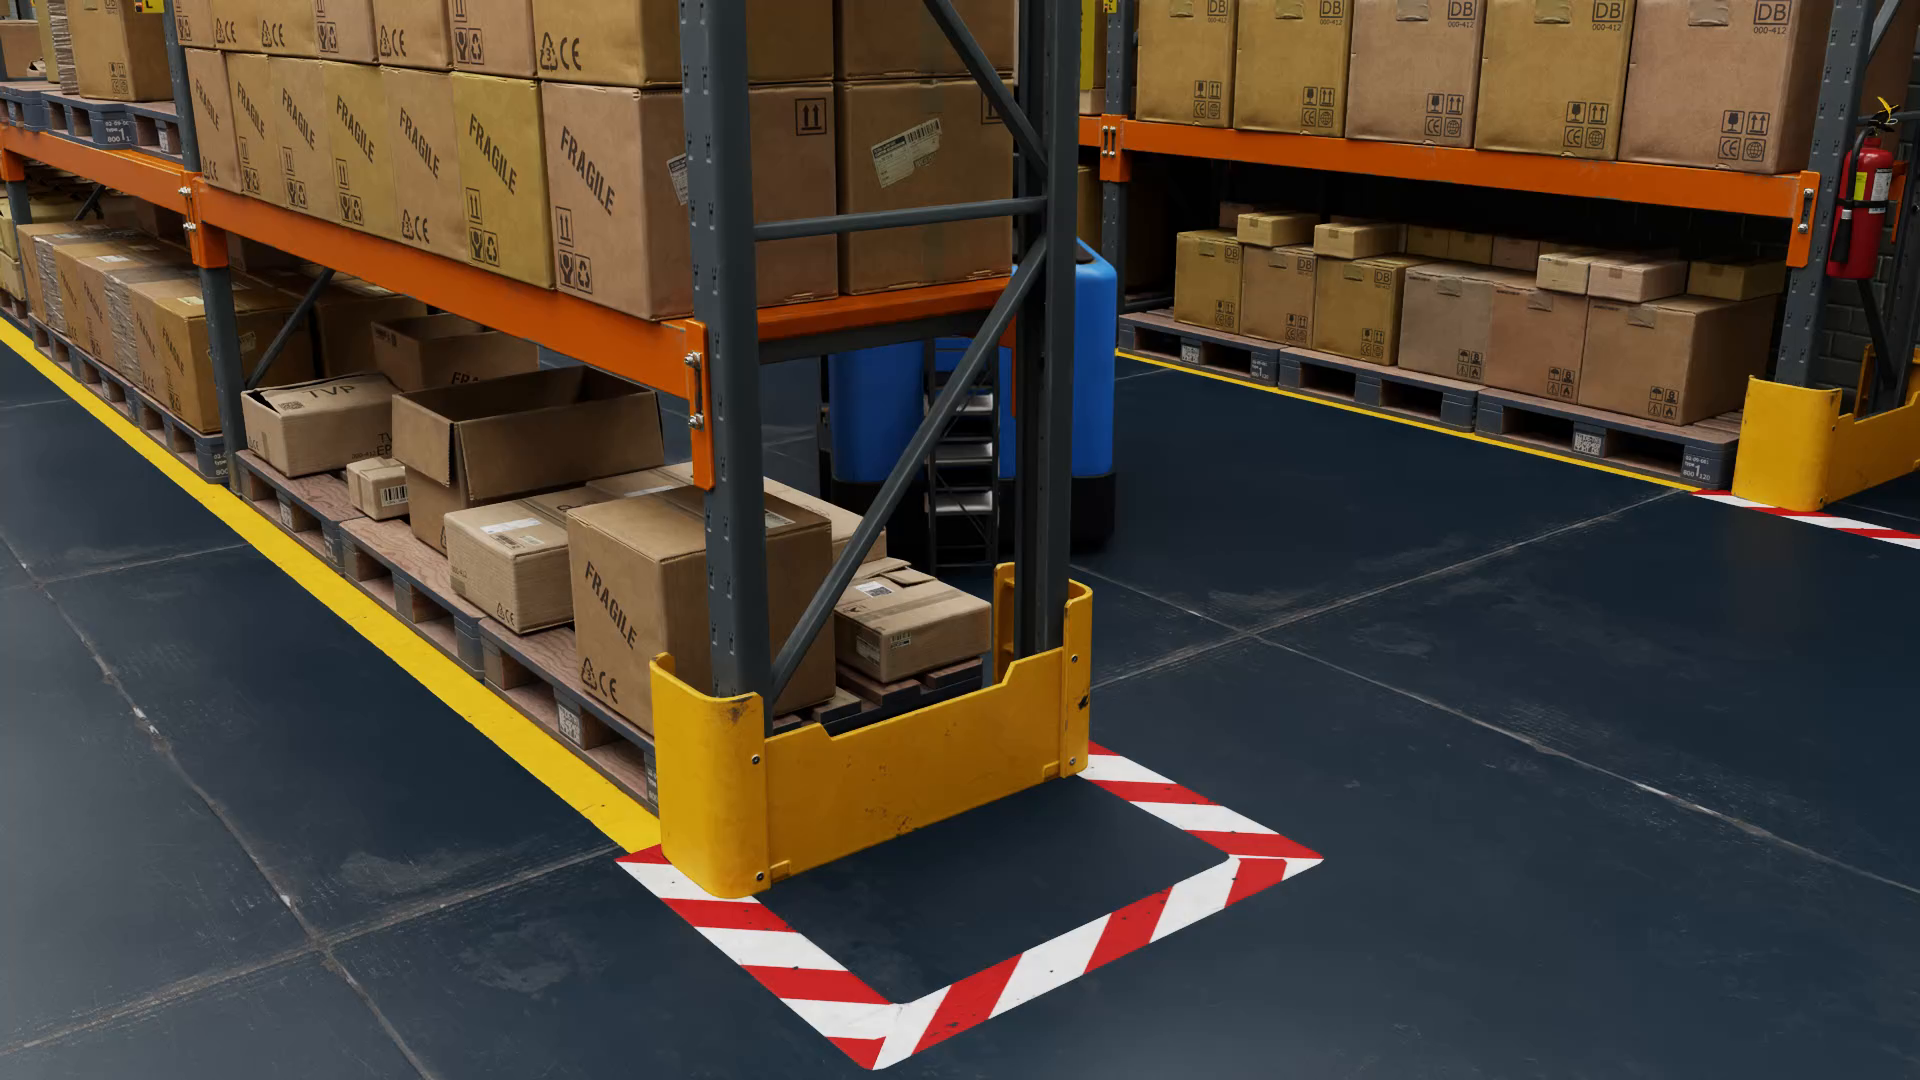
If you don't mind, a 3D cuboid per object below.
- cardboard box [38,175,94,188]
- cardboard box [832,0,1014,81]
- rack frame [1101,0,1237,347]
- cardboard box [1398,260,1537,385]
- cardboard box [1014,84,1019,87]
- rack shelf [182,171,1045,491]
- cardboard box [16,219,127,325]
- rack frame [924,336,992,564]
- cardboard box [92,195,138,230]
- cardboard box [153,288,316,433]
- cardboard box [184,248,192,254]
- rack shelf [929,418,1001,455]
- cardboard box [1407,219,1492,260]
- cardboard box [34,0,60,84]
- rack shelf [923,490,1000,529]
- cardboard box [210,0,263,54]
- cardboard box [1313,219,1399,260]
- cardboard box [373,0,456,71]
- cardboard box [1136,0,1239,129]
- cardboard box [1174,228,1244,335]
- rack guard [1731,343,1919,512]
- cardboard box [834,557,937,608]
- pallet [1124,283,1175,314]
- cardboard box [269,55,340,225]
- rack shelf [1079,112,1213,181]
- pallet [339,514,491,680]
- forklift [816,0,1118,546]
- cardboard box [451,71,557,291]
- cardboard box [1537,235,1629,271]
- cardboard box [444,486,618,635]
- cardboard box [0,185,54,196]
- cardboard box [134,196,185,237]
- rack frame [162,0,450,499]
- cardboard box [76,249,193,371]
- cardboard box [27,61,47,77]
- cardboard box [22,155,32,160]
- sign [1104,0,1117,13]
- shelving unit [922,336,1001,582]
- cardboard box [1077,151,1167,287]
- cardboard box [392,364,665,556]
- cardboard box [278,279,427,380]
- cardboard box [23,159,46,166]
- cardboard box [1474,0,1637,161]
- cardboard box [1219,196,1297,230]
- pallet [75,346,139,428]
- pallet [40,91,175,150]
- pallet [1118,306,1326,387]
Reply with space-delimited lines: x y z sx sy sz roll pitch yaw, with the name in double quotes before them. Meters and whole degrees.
"cardboard box" -6.173 -2.420 11.712 0.500 0.311 0.500 -14 23 -37
"cardboard box" -0.213 -1.404 4.082 0.500 0.500 0.500 -13 22 -34
"rack frame" 1.254 -2.675 9.668 1.000 3.000 0.127 -14 23 -36
"cardboard box" 2.601 -1.102 8.227 0.700 0.500 0.500 -15 23 -38
"cardboard box" 0.521 -2.723 10.182 0.380 0.149 0.250 -13 22 -34
"rack shelf" -1.385 -0.873 5.370 1.077 0.370 4.000 -14 23 -36
"cardboard box" -5.052 -1.547 9.539 0.500 0.500 0.500 -13 22 -34
"rack frame" -0.006 -0.344 5.970 0.240 0.900 0.006 -2 18 -5
"cardboard box" -5.206 -2.039 10.563 0.500 0.311 0.500 -13 22 -34
"cardboard box" -3.158 -0.795 7.268 0.500 0.500 0.500 -14 23 -36
"cardboard box" -3.694 -1.275 8.716 0.500 0.500 0.500 -15 24 -38
"rack shelf" 0.004 -0.366 5.856 0.258 0.077 0.200 -2 18 -5
"cardboard box" 2.513 -1.545 8.534 0.380 0.149 0.250 -14 23 -37
"cardboard box" -4.631 -2.806 9.238 0.500 0.500 0.700 11 21 30
"rack shelf" 0.004 -0.110 5.941 0.258 0.077 0.200 -2 18 -5
"cardboard box" -2.235 -1.931 5.673 0.500 0.500 0.500 -15 23 -38
"cardboard box" 2.031 -1.543 8.526 0.380 0.149 0.250 -15 23 -38
"cardboard box" -1.276 -1.551 4.524 0.500 0.500 0.500 -13 22 -35
"cardboard box" 1.578 -2.680 9.208 0.980 0.700 0.700 -14 23 -35
"cardboard box" 1.638 -1.483 9.378 0.700 0.500 0.500 -14 23 -35
"rack guard" 3.752 -0.497 7.067 1.175 0.500 0.348 -14 23 -36
"cardboard box" -0.290 0.183 4.845 0.380 0.166 0.250 -14 23 -36
"pallet" 0.715 -1.526 10.636 1.003 0.211 1.213 -14 23 -36
"cardboard box" -1.895 -1.326 5.437 0.500 0.500 0.500 -14 23 -36
"rack shelf" 0.012 -2.826 11.270 1.077 0.370 4.000 -14 23 -36
"pallet" -1.440 0.087 5.764 1.003 0.211 1.213 -14 23 -36
"forklift" -0.083 -1.787 7.095 1.130 2.935 3.031 -2 18 -5
"cardboard box" -0.960 -0.953 4.310 0.500 0.500 0.500 -14 23 -36
"cardboard box" 2.988 -1.357 7.966 0.380 0.149 0.250 -14 23 -36
"cardboard box" -1.241 0.049 5.116 0.500 0.250 0.500 -14 23 -36
"cardboard box" -6.268 -2.186 11.005 0.500 0.311 0.500 -14 23 -36
"cardboard box" -4.308 -1.873 9.331 0.500 0.250 0.500 -13 22 -34
"rack frame" -2.627 -1.707 6.746 1.000 3.000 0.127 -14 23 -36
"cardboard box" -4.087 -1.167 8.391 0.500 0.500 0.500 -15 23 -38
"cardboard box" -5.302 -2.748 10.033 0.500 0.311 0.500 -12 22 -33
"cardboard box" -7.637 -3.104 13.477 0.500 0.500 0.500 -14 23 -36
"sign" 0.834 -3.078 9.172 0.100 0.325 0.005 -14 23 -36
"shelving unit" 0.004 -0.312 5.874 0.258 0.900 0.210 -2 18 -5
"cardboard box" 0.748 -1.988 10.347 0.750 0.750 0.750 -14 23 -35
"cardboard box" -1.457 -0.269 5.674 0.797 0.503 0.637 -14 23 -36
"cardboard box" -2.737 -0.896 7.573 0.500 0.500 0.500 -15 24 -39
"cardboard box" -7.118 -2.795 12.845 0.500 0.311 0.500 -14 23 -36
"cardboard box" 2.952 -2.132 7.553 0.980 0.700 0.700 -14 23 -37
"cardboard box" 1.703 -1.866 9.501 0.380 0.149 0.250 -14 23 -36
"pallet" -3.924 -0.877 8.676 1.003 0.211 1.213 -14 23 -36
"pallet" -3.900 -2.123 8.308 1.003 0.211 1.213 -14 23 -36
"pallet" 1.664 -1.148 9.495 1.003 0.211 1.213 -14 23 -36
